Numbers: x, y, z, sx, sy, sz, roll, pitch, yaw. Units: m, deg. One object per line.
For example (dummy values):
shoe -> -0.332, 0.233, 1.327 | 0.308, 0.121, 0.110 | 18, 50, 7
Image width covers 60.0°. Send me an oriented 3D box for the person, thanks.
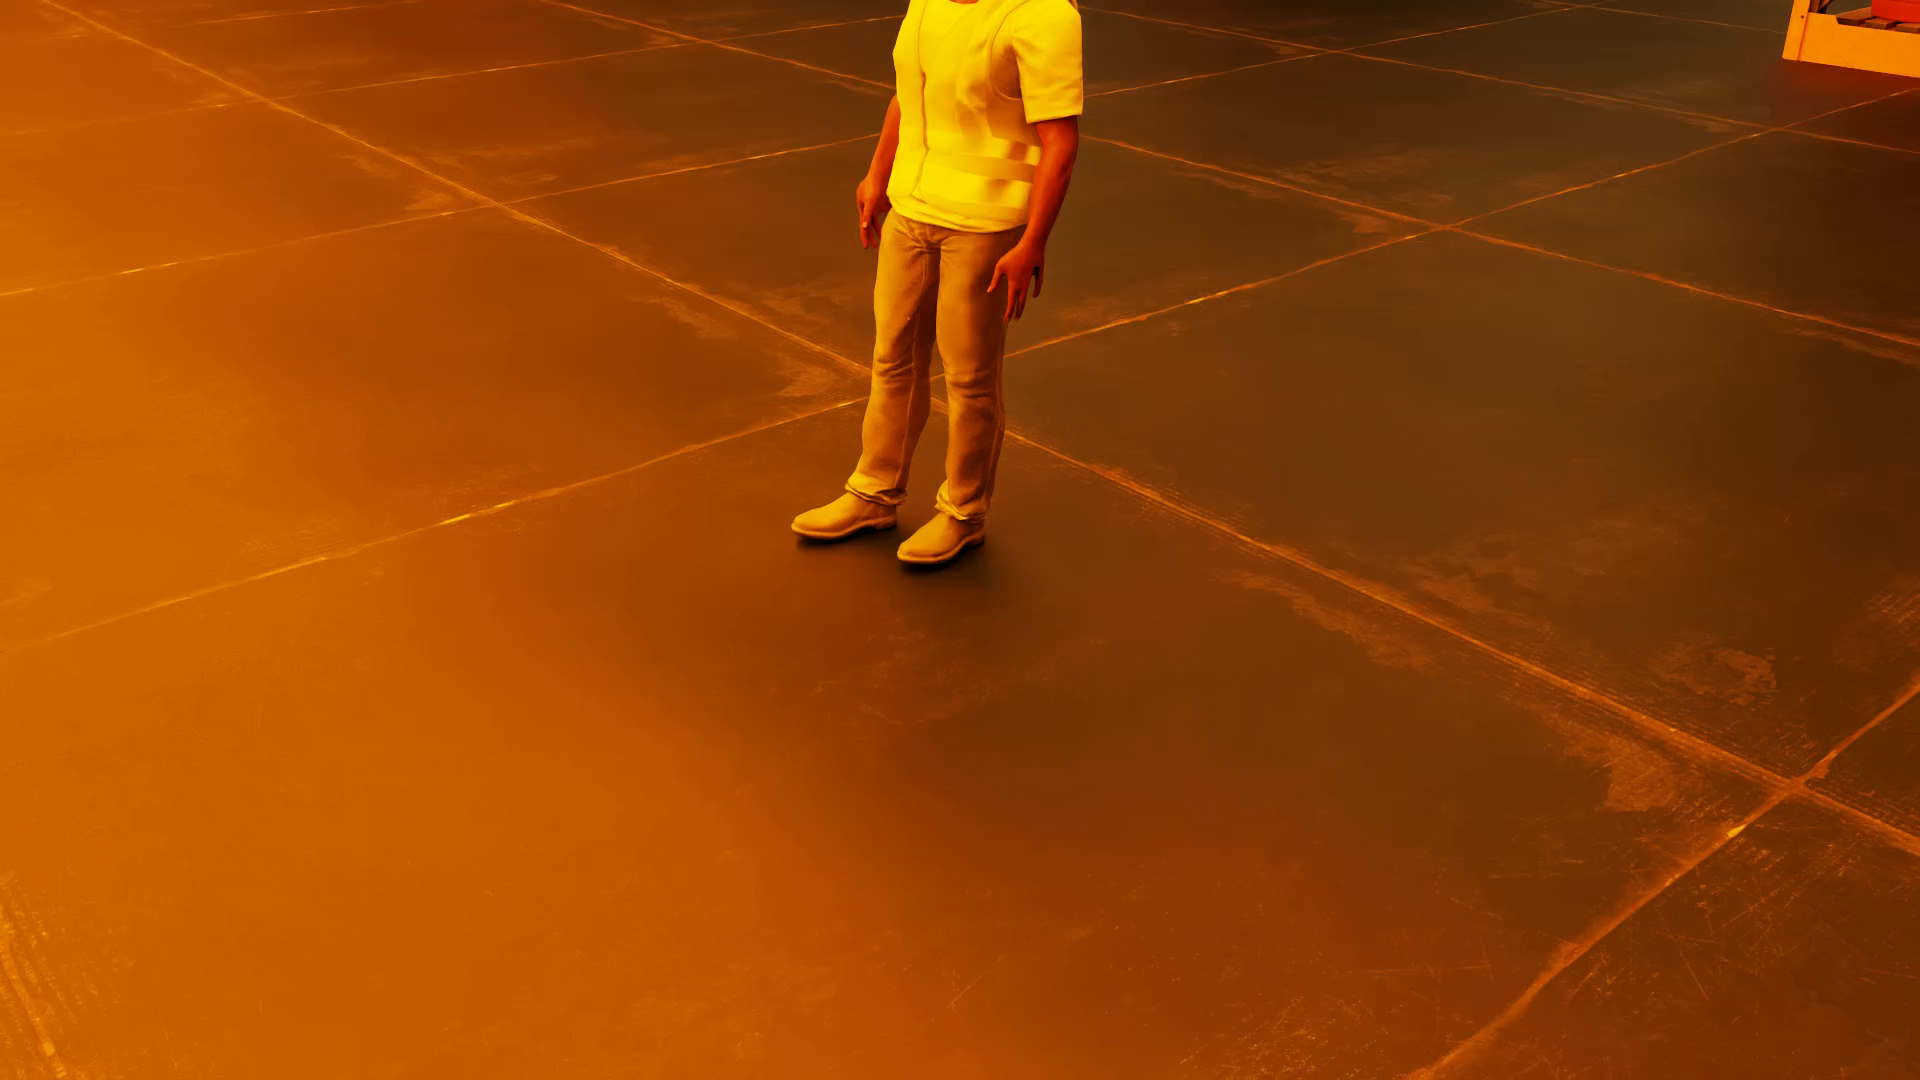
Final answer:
person -> -0.057, -0.780, 4.070 | 0.577, 1.765, 0.665 | -20, 33, -35
